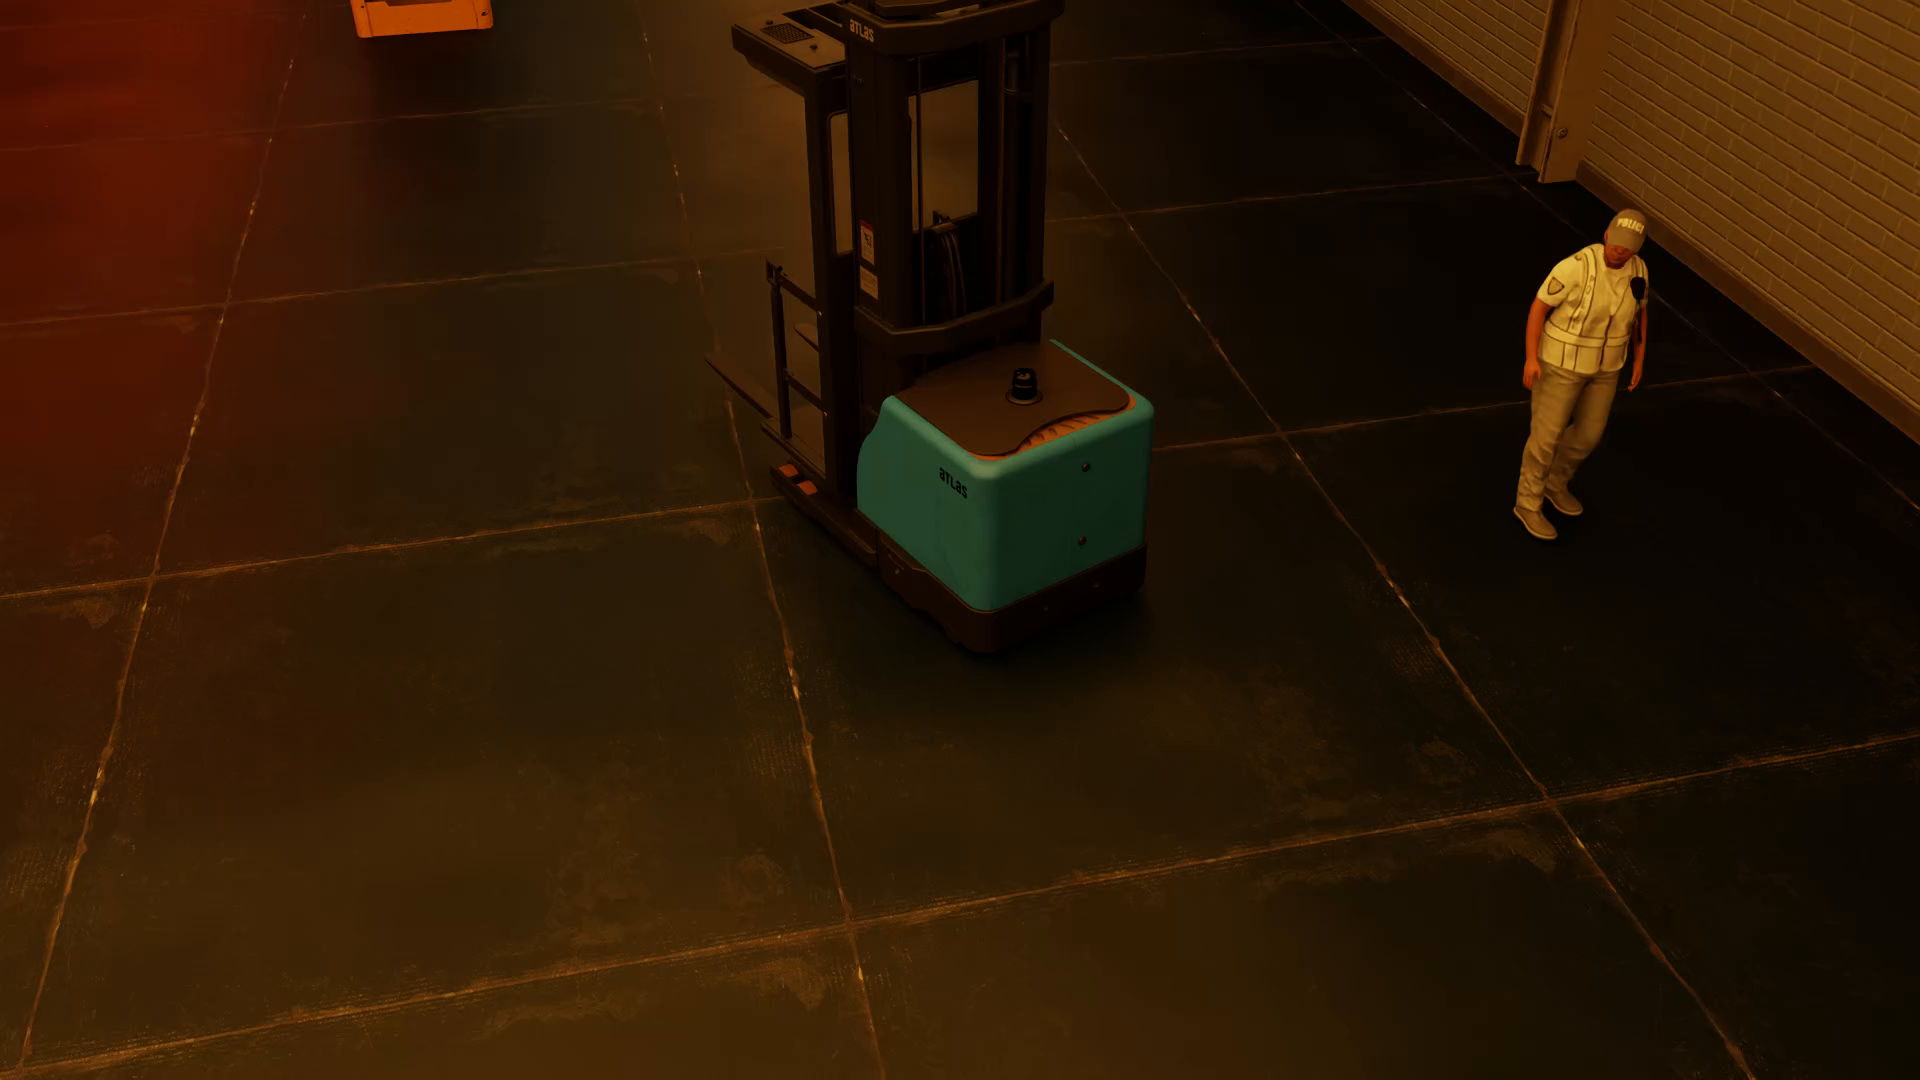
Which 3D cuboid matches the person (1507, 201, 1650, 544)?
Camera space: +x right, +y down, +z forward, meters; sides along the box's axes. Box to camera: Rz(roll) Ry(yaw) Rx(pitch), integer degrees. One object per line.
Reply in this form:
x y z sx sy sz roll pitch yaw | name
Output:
3.086 -0.835 8.214 0.595 1.669 0.531 -9 37 -12 | person

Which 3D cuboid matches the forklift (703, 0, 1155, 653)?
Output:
-0.350 -1.480 8.107 1.130 2.935 3.031 -22 41 -28 | forklift
